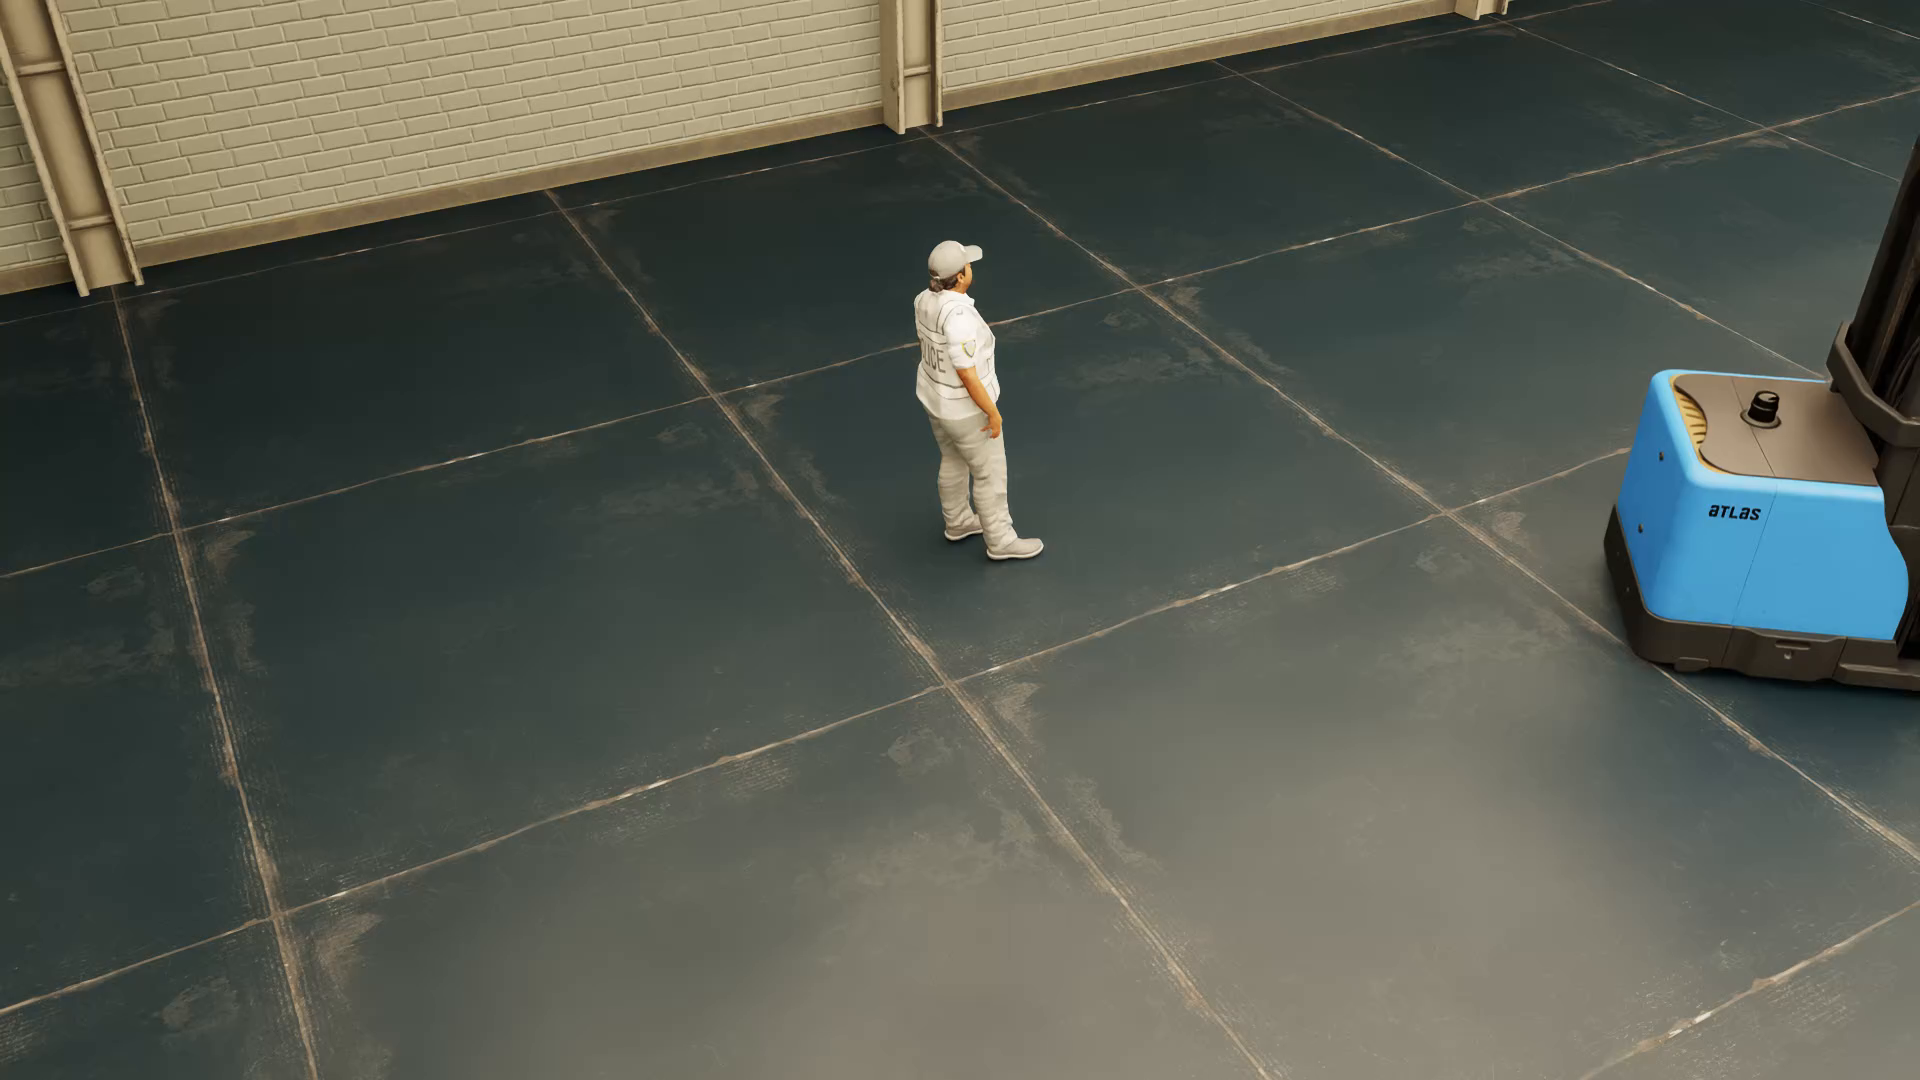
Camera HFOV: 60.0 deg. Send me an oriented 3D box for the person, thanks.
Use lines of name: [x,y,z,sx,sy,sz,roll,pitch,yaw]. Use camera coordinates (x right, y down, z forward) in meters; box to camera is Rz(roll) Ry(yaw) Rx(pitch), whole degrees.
person: [0.078,-0.695,8.190,0.529,1.670,0.598,-17,39,-23]

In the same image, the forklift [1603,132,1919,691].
forklift: [4.722,-0.740,7.169,3.031,2.935,1.130,5,36,7]
